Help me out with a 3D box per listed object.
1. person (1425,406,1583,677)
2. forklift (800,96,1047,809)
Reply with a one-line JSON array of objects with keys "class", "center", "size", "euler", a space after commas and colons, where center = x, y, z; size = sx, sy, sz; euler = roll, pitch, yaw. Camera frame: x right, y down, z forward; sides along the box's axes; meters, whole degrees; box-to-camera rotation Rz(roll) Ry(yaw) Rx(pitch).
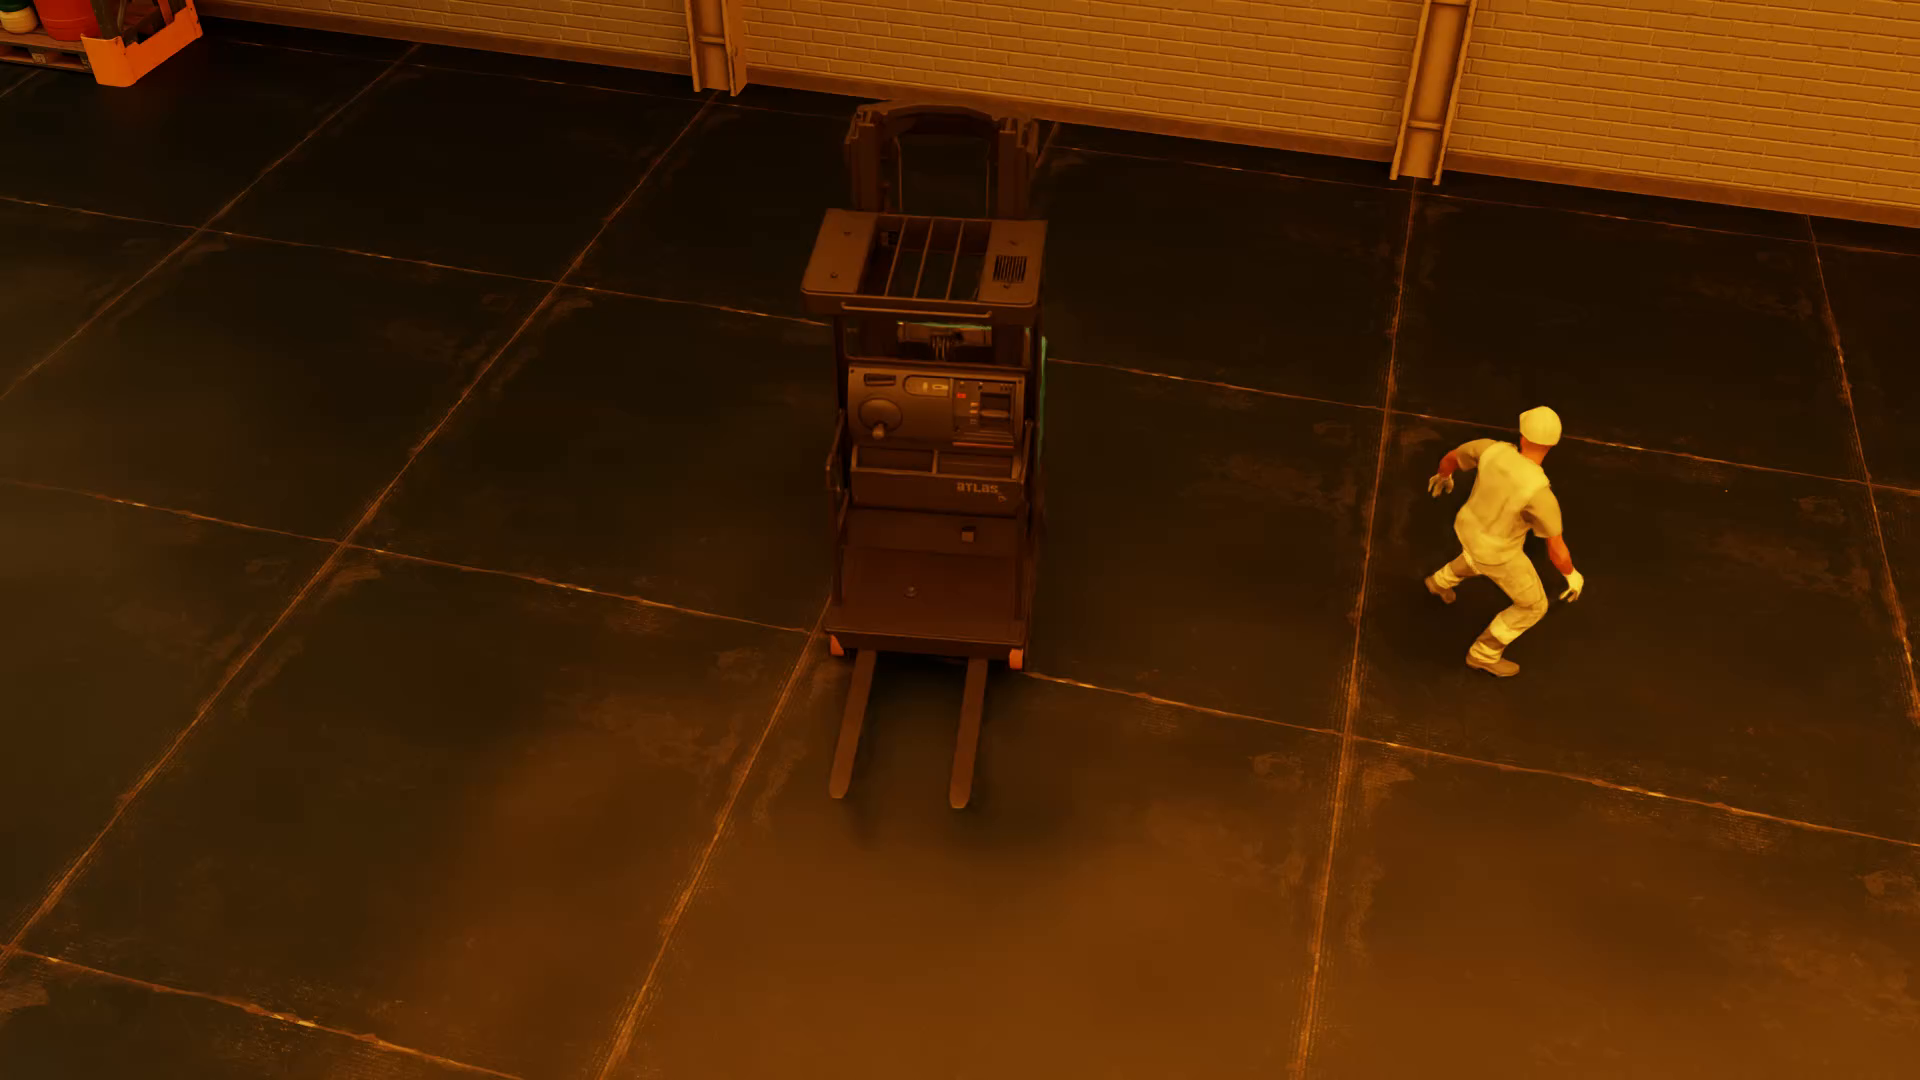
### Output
[{"class": "person", "center": [2.913, -0.040, 8.887], "size": [0.536, 1.666, 0.908], "euler": [-8, 42, -9]}, {"class": "forklift", "center": [-0.148, -0.621, 8.570], "size": [1.130, 2.935, 3.031], "euler": [4, 41, 5]}]
